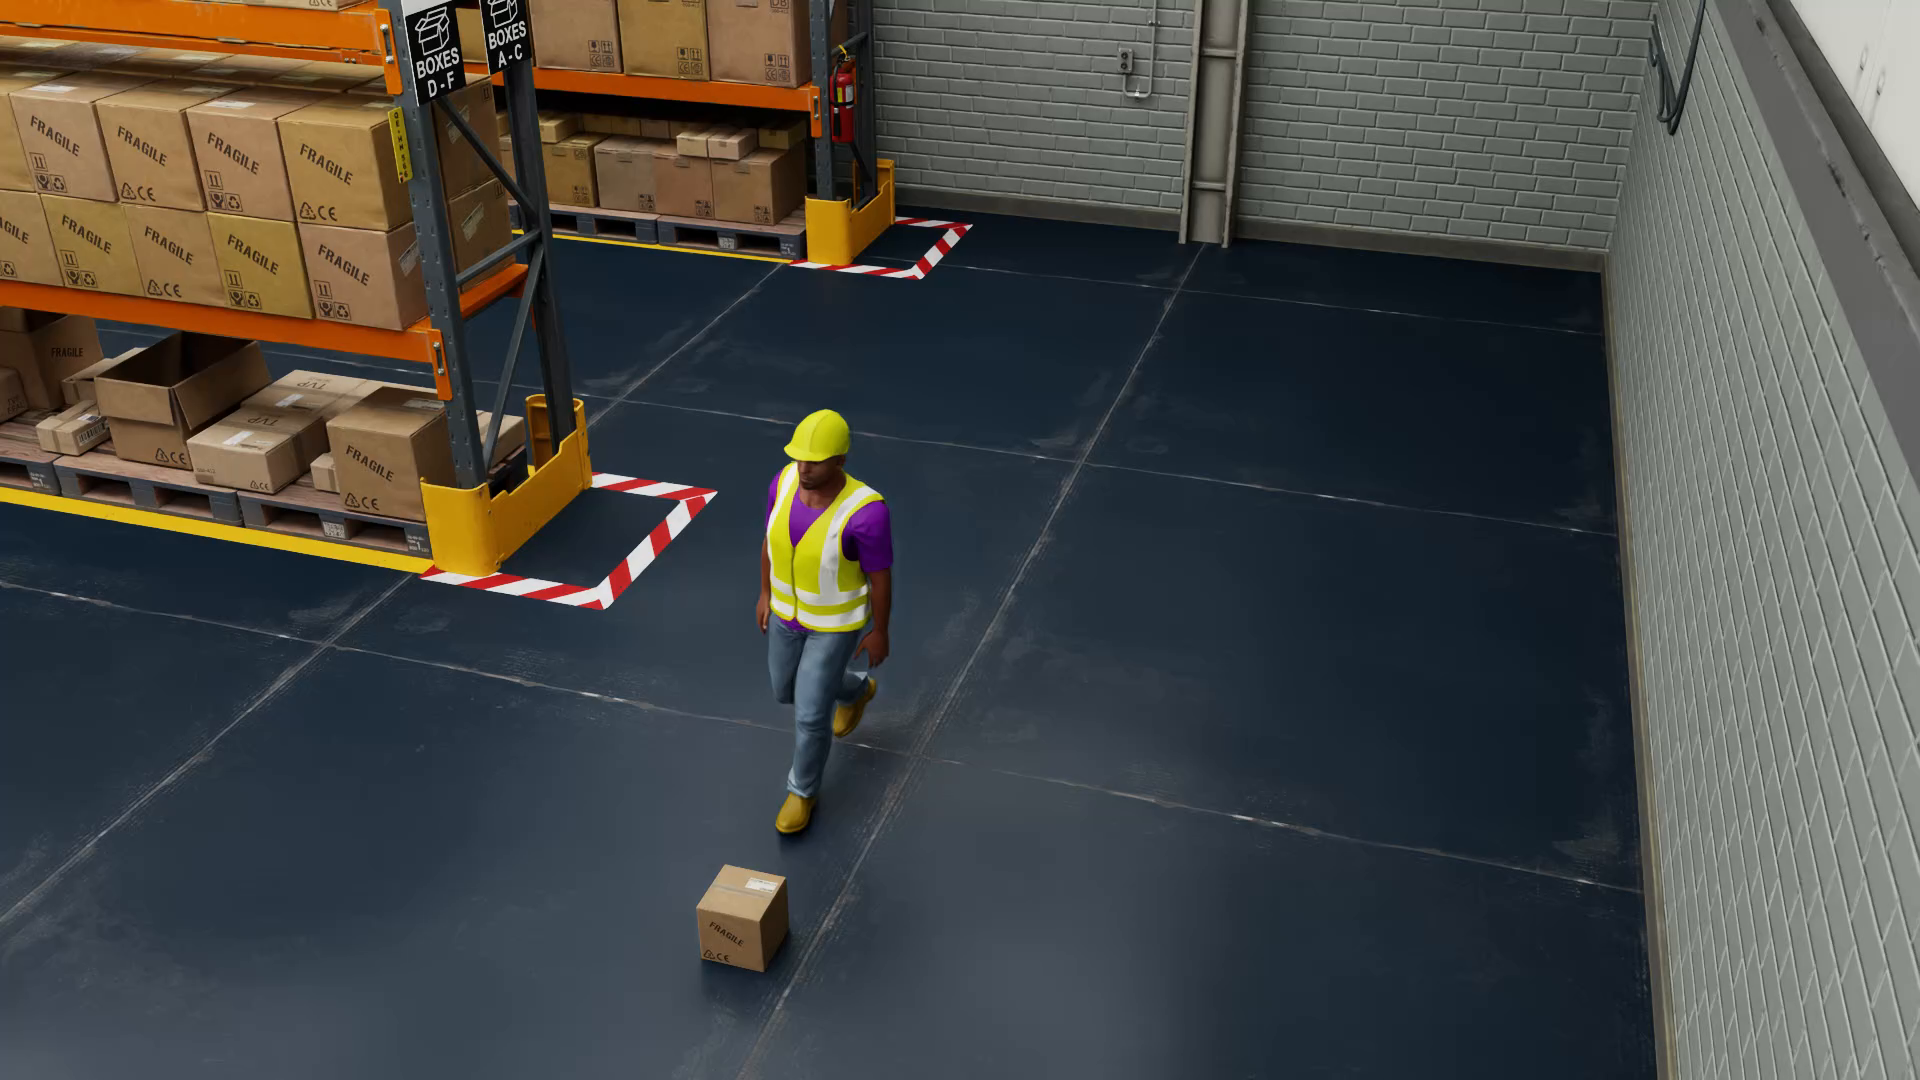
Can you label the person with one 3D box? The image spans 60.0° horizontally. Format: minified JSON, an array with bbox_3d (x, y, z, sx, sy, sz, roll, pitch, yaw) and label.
[{"bbox_3d":[-0.540,0.272,6.602,0.608,1.744,0.796,21,35,33],"label":"person"}]
